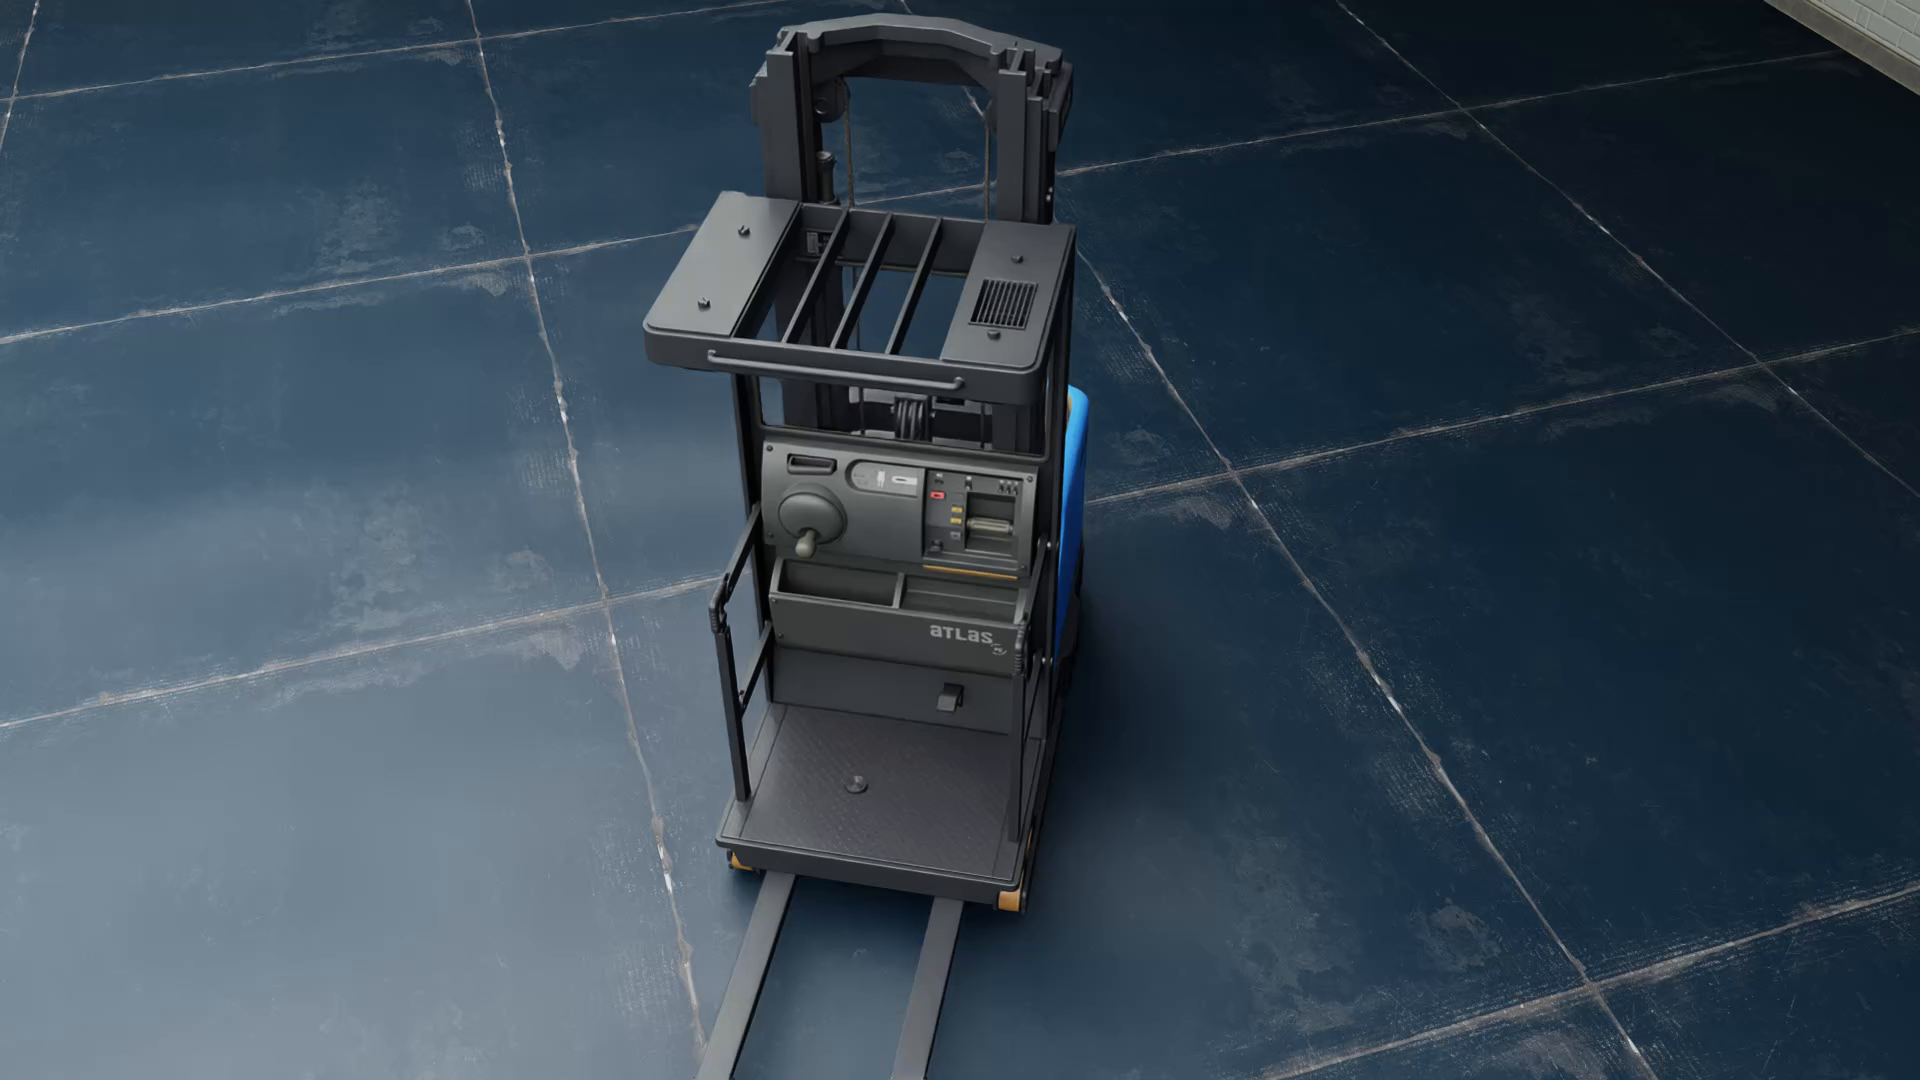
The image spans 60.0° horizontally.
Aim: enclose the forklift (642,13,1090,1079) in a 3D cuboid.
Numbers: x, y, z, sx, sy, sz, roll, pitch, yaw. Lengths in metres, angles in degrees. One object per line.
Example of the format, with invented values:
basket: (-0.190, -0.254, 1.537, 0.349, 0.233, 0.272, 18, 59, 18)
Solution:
forklift: (-0.246, -0.021, 5.396, 1.130, 2.935, 3.031, 7, 42, 8)
